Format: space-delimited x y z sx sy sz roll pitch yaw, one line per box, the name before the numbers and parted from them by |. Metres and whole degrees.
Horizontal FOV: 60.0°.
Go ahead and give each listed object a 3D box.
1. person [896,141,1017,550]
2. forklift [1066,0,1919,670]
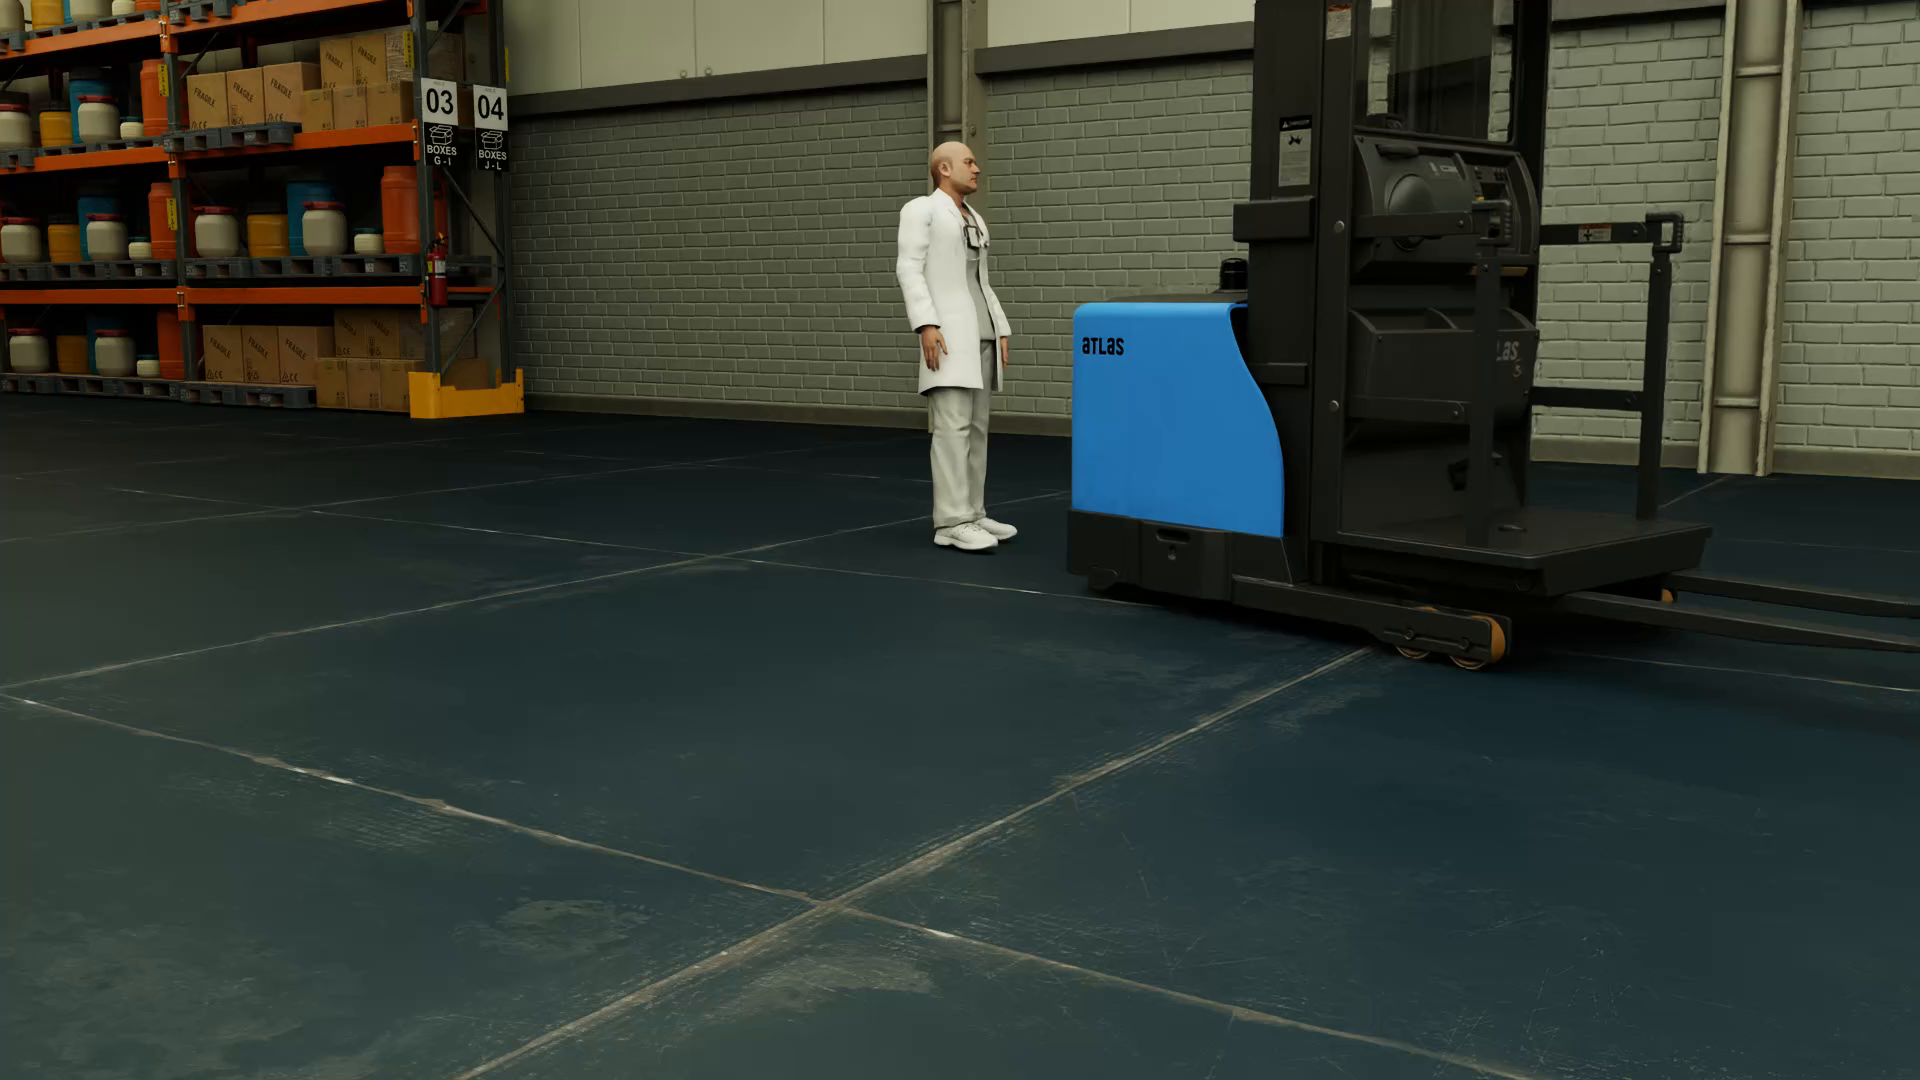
person | 0.074 -0.880 7.424 0.578 1.777 0.698 5 10 34
forklift | 1.730 -1.147 5.256 1.130 2.935 3.031 -7 10 -39
